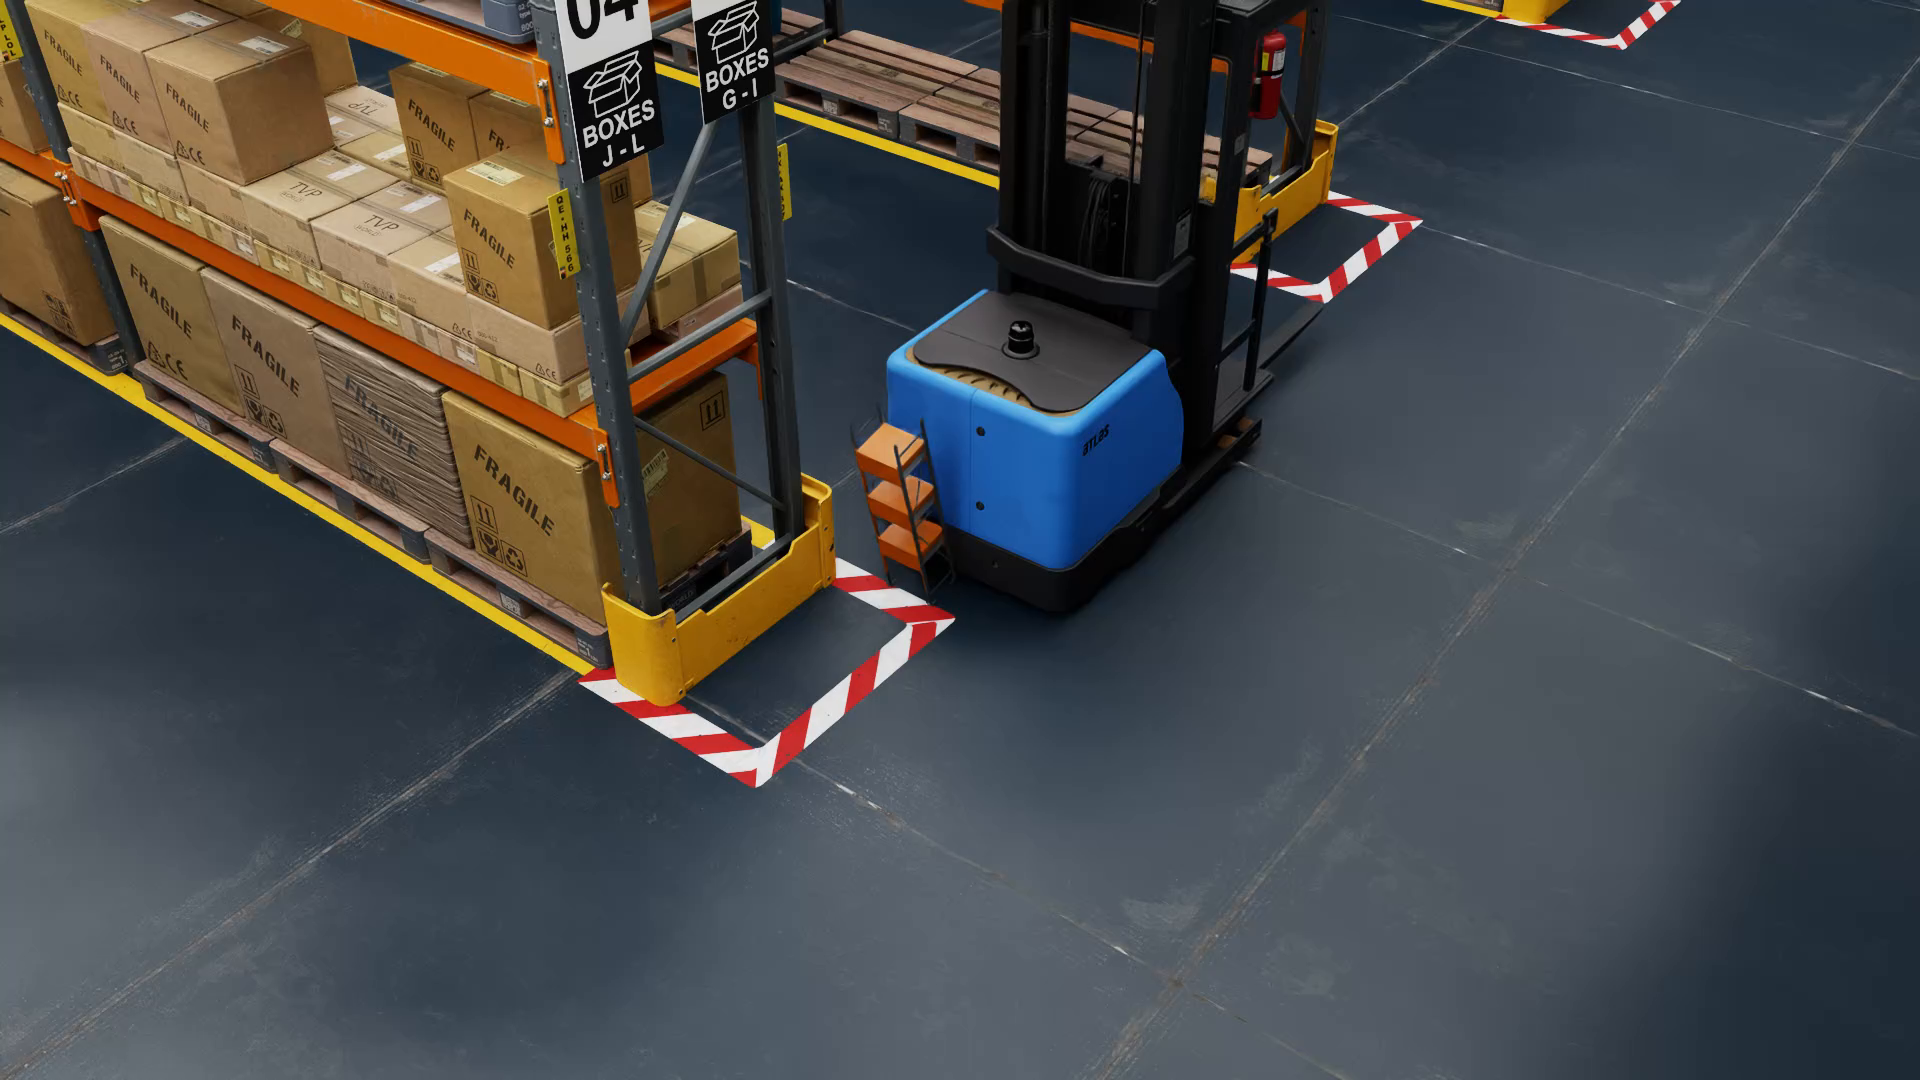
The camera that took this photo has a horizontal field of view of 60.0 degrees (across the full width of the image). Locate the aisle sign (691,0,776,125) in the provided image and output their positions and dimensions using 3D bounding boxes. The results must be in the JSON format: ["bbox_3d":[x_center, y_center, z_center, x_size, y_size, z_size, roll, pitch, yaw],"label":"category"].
[{"bbox_3d":[-0.831,-1.946,6.055,0.004,0.787,0.394,25,45,29],"label":"aisle sign"}]

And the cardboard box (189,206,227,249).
[{"bbox_3d":[-3.383,-1.538,7.846,0.250,0.149,0.380,25,44,28],"label":"cardboard box"}]

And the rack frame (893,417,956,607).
[{"bbox_3d":[-0.148,-0.104,7.369,0.008,1.050,0.200,25,57,28],"label":"rack frame"}]

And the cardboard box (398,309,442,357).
[{"bbox_3d":[-2.158,-0.962,7.109,0.250,0.149,0.380,26,45,29],"label":"cardboard box"}]

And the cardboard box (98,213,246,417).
[{"bbox_3d":[-3.772,-1.343,8.776,0.875,0.875,0.875,25,45,29],"label":"cardboard box"}]

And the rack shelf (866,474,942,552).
[{"bbox_3d":[-0.244,-0.142,7.435,0.240,0.259,0.215,25,57,28],"label":"rack shelf"}]

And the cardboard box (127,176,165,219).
[{"bbox_3d":[-3.796,-1.732,8.093,0.250,0.149,0.380,27,45,30],"label":"cardboard box"}]

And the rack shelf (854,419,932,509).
[{"bbox_3d":[-0.282,-0.330,7.226,0.240,0.259,0.215,25,57,28],"label":"rack shelf"}]

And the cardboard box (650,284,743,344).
[{"bbox_3d":[-1.152,-0.998,7.157,0.250,0.149,0.380,26,45,29],"label":"cardboard box"}]

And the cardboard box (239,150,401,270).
[{"bbox_3d":[-2.840,-1.486,7.456,0.500,0.250,0.500,25,45,29],"label":"cardboard box"}]

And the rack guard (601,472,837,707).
[{"bbox_3d":[-1.051,0.190,7.462,0.348,0.500,1.175,25,45,29],"label":"rack guard"}]

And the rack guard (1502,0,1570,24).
[{"bbox_3d":[4.891,-4.696,13.704,0.348,0.500,1.175,25,45,29],"label":"rack guard"}]

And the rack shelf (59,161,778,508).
[{"bbox_3d":[-2.659,-1.269,7.881,4.000,0.370,1.077,25,45,29],"label":"rack shelf"}]

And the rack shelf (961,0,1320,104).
[{"bbox_3d":[0.350,-3.694,10.979,4.000,0.370,1.077,25,45,29],"label":"rack shelf"}]

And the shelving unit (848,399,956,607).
[{"bbox_3d":[-0.246,-0.149,7.427,0.252,1.050,0.215,25,57,28],"label":"shelving unit"}]

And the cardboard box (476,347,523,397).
[{"bbox_3d":[-1.761,-0.773,6.868,0.250,0.149,0.380,26,45,29],"label":"cardboard box"}]

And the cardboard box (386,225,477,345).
[{"bbox_3d":[-2.019,-1.103,6.966,0.500,0.250,0.500,24,44,28],"label":"cardboard box"}]

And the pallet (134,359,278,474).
[{"bbox_3d":[-3.691,-0.880,9.063,1.213,0.211,1.003,25,45,29],"label":"pallet"}]

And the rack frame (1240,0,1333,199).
[{"bbox_3d":[1.939,-3.228,9.801,0.127,3.000,1.000,25,45,29],"label":"rack frame"}]

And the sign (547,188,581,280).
[{"bbox_3d":[-1.411,-1.092,5.940,0.005,0.325,0.100,25,45,29],"label":"sign"}]

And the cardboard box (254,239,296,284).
[{"bbox_3d":[-2.975,-1.345,7.600,0.250,0.149,0.380,24,44,27],"label":"cardboard box"}]

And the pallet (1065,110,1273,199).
[{"bbox_3d":[1.307,-2.458,11.079,1.213,0.211,1.003,25,45,29],"label":"pallet"}]

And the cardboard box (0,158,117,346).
[{"bbox_3d":[-4.768,-1.860,9.436,0.875,0.875,1.225,25,45,29],"label":"cardboard box"}]

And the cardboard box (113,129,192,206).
[{"bbox_3d":[-3.641,-1.866,7.941,0.500,0.250,0.500,25,44,28],"label":"cardboard box"}]

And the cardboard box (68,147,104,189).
[{"bbox_3d":[-4.215,-1.928,8.344,0.250,0.149,0.380,25,45,29],"label":"cardboard box"}]

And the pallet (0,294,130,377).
[{"bbox_3d":[-4.906,-1.455,9.798,1.213,0.211,1.003,25,45,29],"label":"pallet"}]

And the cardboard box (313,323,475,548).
[{"bbox_3d":[-2.350,-0.673,7.920,0.875,0.875,0.875,25,45,29],"label":"cardboard box"}]

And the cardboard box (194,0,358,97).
[{"bbox_3d":[-3.324,-2.423,8.045,0.500,0.500,0.500,26,45,29],"label":"cardboard box"}]

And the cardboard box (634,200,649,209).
[{"bbox_3d":[-1.704,-1.364,7.301,0.500,0.250,0.500,25,44,28],"label":"cardboard box"}]

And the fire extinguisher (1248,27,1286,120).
[{"bbox_3d":[1.782,-2.772,9.583,0.183,0.674,0.296,25,45,29],"label":"fire extinguisher"}]

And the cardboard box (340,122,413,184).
[{"bbox_3d":[-2.519,-1.747,7.789,0.500,0.250,0.500,24,44,28],"label":"cardboard box"}]

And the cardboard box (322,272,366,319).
[{"bbox_3d":[-2.572,-1.155,7.356,0.250,0.149,0.380,25,45,29],"label":"cardboard box"}]

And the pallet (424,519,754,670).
[{"bbox_3d":[-1.753,0.034,7.896,1.213,0.211,1.003,25,45,29],"label":"pallet"}]

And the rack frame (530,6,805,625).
[{"bbox_3d":[-1.070,-0.803,6.703,0.127,3.000,1.000,25,45,29],"label":"rack frame"}]

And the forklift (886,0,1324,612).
[{"bbox_3d":[0.921,-1.690,7.892,1.130,2.935,3.031,24,44,27],"label":"forklift"}]

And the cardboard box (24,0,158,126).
[{"bbox_3d":[-4.022,-2.350,7.951,0.500,0.500,0.500,25,45,29],"label":"cardboard box"}]

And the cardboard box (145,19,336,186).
[{"bbox_3d":[-3.220,-1.969,7.464,0.500,0.500,0.500,24,44,27],"label":"cardboard box"}]

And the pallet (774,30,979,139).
[{"bbox_3d":[-0.631,-3.372,12.246,1.213,0.211,1.003,25,45,29],"label":"pallet"}]

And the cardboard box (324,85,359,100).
[{"bbox_3d":[-3.325,-2.130,8.278,0.500,0.250,0.500,27,45,30],"label":"cardboard box"}]

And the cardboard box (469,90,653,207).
[{"bbox_3d":[-1.685,-1.655,7.064,0.500,0.500,0.500,24,44,28],"label":"cardboard box"}]
